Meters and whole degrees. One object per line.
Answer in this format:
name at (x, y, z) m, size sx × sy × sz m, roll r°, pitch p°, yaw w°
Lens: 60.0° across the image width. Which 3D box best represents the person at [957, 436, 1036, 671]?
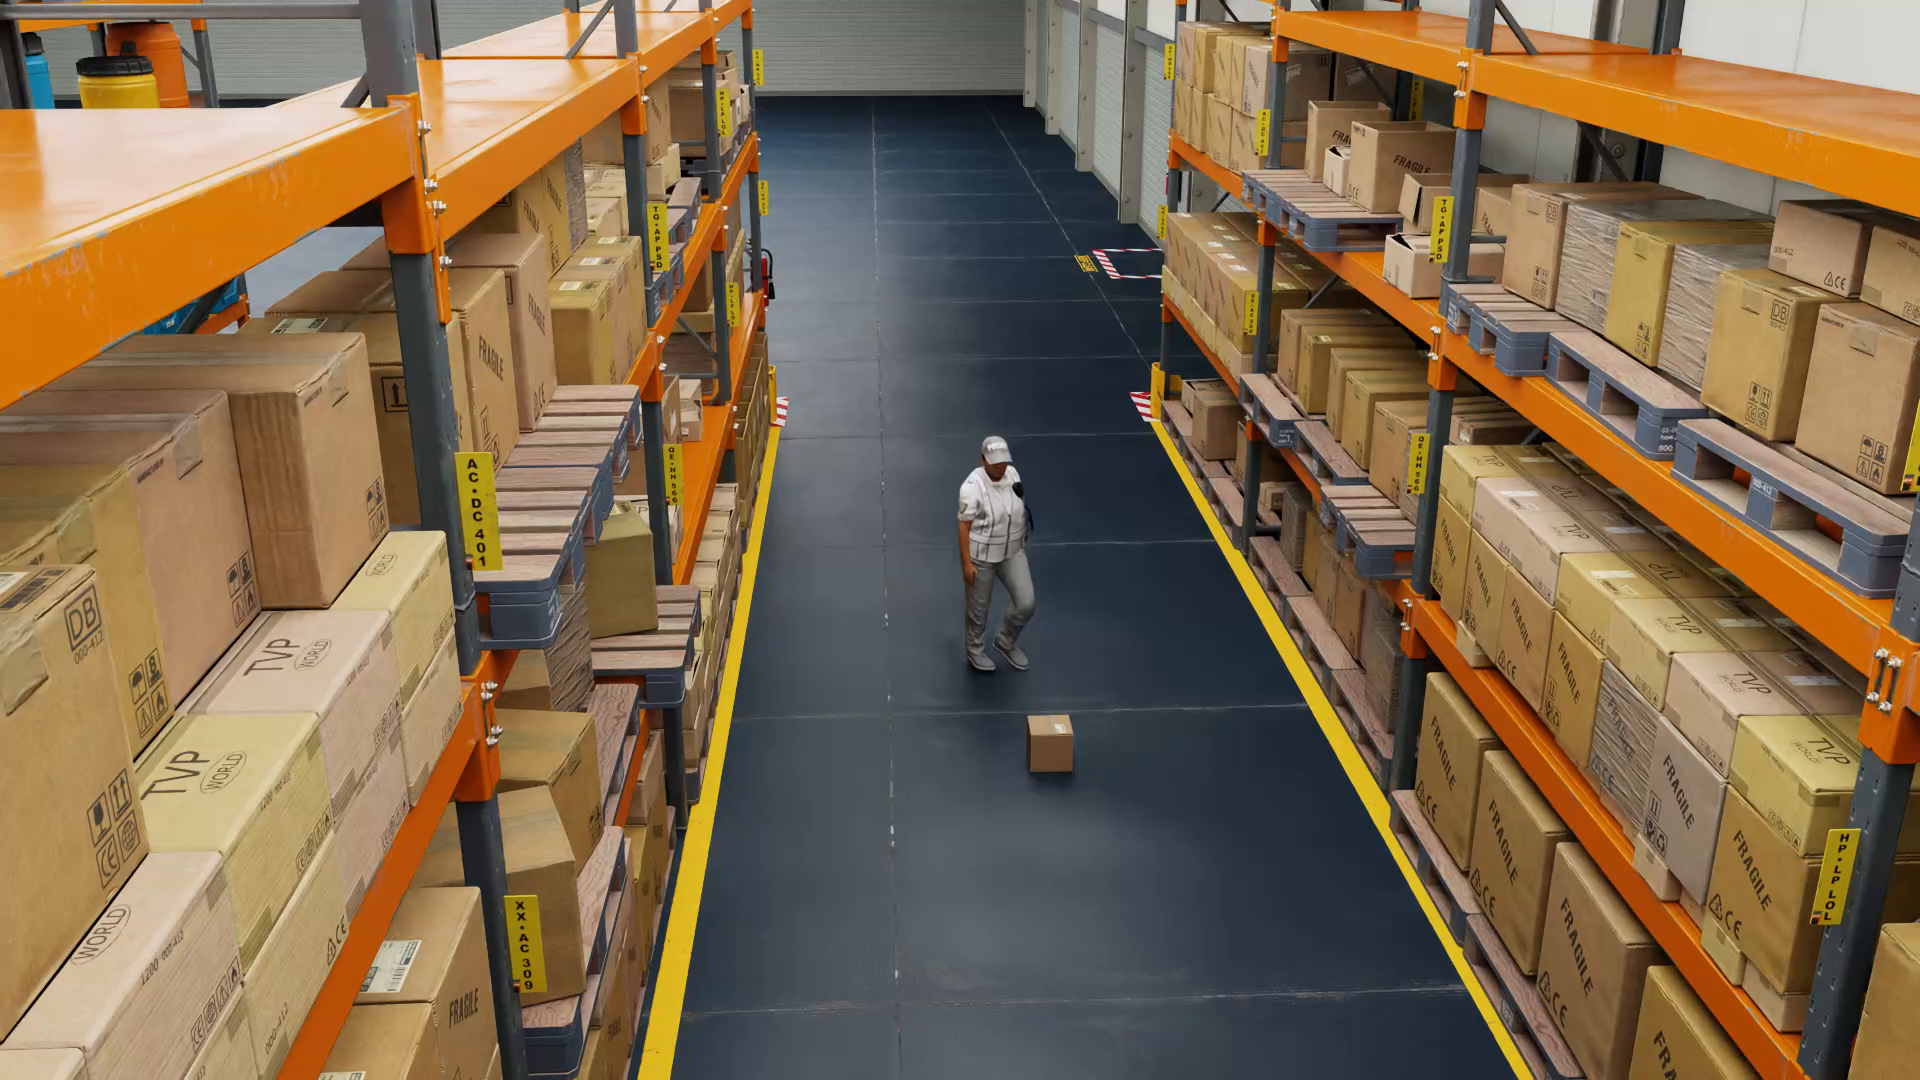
person at (0.206, 0.095, 10.788) m, size 0.512 × 1.655 × 0.515 m, roll -11°, pitch 23°, yaw -27°
